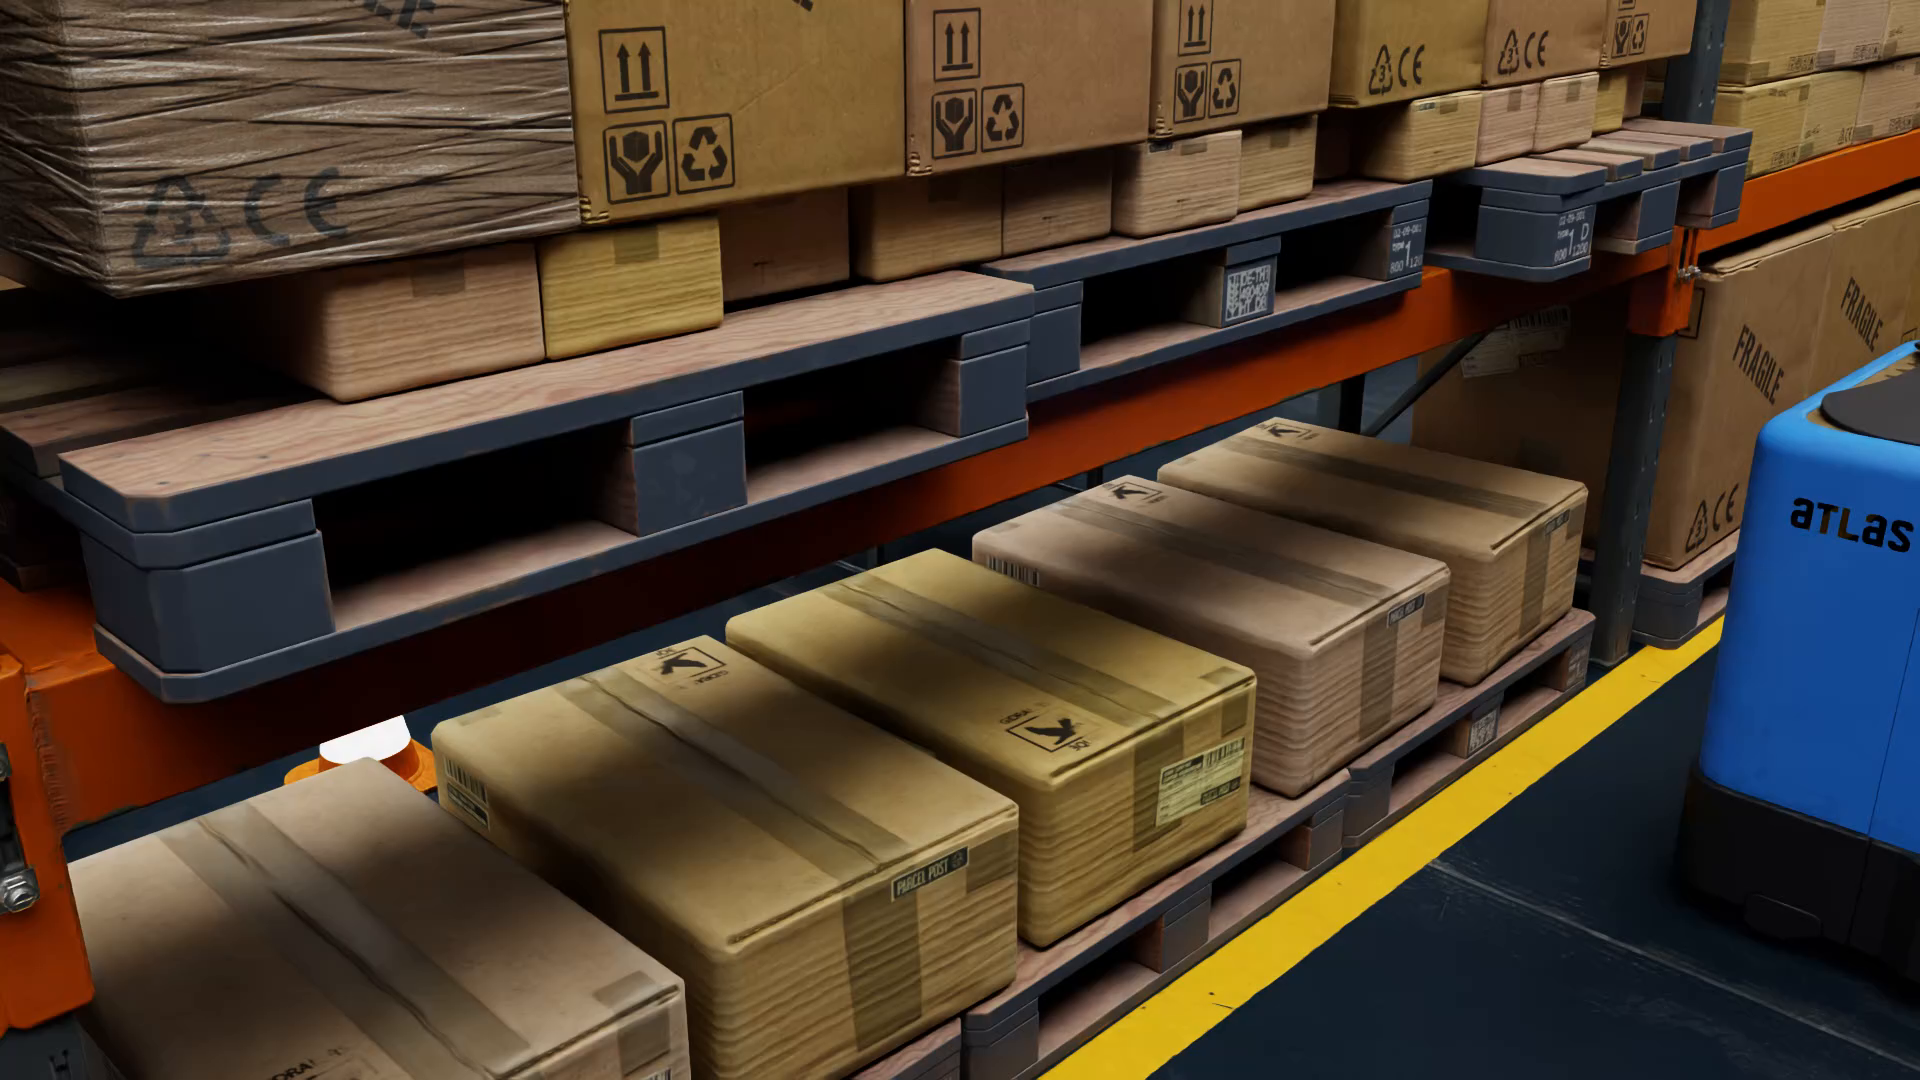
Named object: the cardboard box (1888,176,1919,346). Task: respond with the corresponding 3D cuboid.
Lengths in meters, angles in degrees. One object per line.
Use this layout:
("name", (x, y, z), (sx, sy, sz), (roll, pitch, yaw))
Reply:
("cardboard box", (3.279, -0.995, 6.358), (0.875, 0.875, 0.875), (-19, 28, -40))

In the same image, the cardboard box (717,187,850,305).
("cardboard box", (-0.366, -0.443, 2.312), (0.250, 0.149, 0.380), (-18, 27, -39))

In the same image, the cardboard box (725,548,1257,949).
("cardboard box", (0.045, 0.383, 3.475), (0.625, 0.372, 0.950), (-19, 28, -40))

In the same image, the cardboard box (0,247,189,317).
("cardboard box", (-1.141, -0.428, 2.271), (0.250, 0.149, 0.380), (-20, 28, -41))

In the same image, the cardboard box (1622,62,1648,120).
("cardboard box", (1.428, -1.111, 4.050), (0.250, 0.149, 0.380), (-19, 28, -40))

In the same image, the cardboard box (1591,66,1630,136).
("cardboard box", (1.293, -1.024, 3.823), (0.250, 0.149, 0.380), (-20, 28, -41))

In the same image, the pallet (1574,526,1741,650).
("pallet", (2.093, -0.058, 5.431), (1.003, 0.211, 1.213), (19, 28, 41))

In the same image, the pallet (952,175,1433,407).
("pallet", (0.137, -0.567, 3.136), (1.003, 0.211, 1.213), (19, 28, 41))

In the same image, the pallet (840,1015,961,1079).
("pallet", (-0.760, 0.954, 2.799), (1.003, 0.211, 1.213), (19, 28, 41))

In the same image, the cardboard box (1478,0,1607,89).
("cardboard box", (1.018, -1.235, 3.468), (0.500, 0.500, 0.500), (19, 28, 40))

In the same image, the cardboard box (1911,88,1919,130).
("cardboard box", (3.068, -1.566, 5.677), (0.500, 0.250, 0.500), (19, 28, 41))

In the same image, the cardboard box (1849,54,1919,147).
("cardboard box", (2.726, -1.438, 5.345), (0.500, 0.250, 0.500), (-19, 28, -40))

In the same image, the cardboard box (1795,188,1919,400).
("cardboard box", (2.655, -0.765, 5.760), (0.875, 0.875, 0.875), (20, 29, 41))

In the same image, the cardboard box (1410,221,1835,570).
("cardboard box", (2.030, -0.537, 5.166), (0.875, 0.875, 0.875), (19, 28, 40))

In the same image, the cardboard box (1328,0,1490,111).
("cardboard box", (0.667, -1.105, 3.130), (0.500, 0.500, 0.500), (17, 27, 37))

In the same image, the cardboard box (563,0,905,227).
("cardboard box", (-0.420, -0.707, 2.093), (0.500, 0.500, 0.500), (19, 28, 41))

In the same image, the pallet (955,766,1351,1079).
("pallet", (0.091, 0.638, 3.619), (1.003, 0.211, 1.213), (19, 28, 41))

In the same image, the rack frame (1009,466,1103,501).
("rack frame", (0.295, -0.809, 5.588), (0.500, 1.500, 0.032), (19, 28, 41))

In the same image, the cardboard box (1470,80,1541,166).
("cardboard box", (0.968, -0.886, 3.463), (0.380, 0.149, 0.250), (18, 27, 38))

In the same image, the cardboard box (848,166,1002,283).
("cardboard box", (-0.157, -0.499, 2.456), (0.250, 0.149, 0.380), (-20, 28, -41))

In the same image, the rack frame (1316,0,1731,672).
("rack frame", (1.489, -1.176, 4.453), (1.000, 3.000, 0.127), (19, 28, 41))

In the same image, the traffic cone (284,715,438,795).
("traffic cone", (-1.440, 0.367, 3.973), (0.336, 0.463, 0.334), (19, 28, 41))

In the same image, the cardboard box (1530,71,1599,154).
("cardboard box", (1.150, -0.948, 3.626), (0.380, 0.149, 0.250), (19, 28, 40))

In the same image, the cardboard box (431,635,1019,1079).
("cardboard box", (-0.439, 0.562, 3.009), (0.625, 0.372, 0.950), (-18, 27, -39))

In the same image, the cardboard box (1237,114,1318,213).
("cardboard box", (0.404, -0.693, 2.962), (0.380, 0.149, 0.250), (18, 27, 39))

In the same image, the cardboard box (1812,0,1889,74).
("cardboard box", (2.380, -1.540, 4.913), (0.500, 0.250, 0.500), (-19, 28, -41))

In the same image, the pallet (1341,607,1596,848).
("pallet", (0.942, 0.326, 4.431), (1.003, 0.211, 1.213), (19, 28, 41))

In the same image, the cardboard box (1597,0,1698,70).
("cardboard box", (1.371, -1.371, 3.821), (0.500, 0.500, 0.500), (18, 28, 39))

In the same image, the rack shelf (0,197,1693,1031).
("rack shelf", (0.093, -0.326, 3.244), (1.077, 0.370, 4.000), (19, 28, 41))

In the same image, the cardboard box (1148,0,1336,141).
("cardboard box", (0.285, -0.965, 2.765), (0.500, 0.500, 0.500), (18, 27, 39))

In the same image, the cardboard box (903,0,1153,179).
("cardboard box", (-0.066, -0.830, 2.415), (0.500, 0.500, 0.500), (19, 28, 40))

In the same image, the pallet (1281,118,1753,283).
("pallet", (1.068, -0.876, 3.941), (1.213, 0.211, 1.003), (19, 28, 41))

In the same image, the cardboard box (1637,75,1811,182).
("cardboard box", (2.010, -1.169, 4.643), (0.500, 0.250, 0.500), (19, 28, 40))

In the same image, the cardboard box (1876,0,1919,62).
("cardboard box", (2.737, -1.665, 5.238), (0.500, 0.250, 0.500), (19, 28, 40))

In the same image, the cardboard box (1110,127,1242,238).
("cardboard box", (0.239, -0.617, 2.765), (0.250, 0.149, 0.380), (-19, 28, -40))

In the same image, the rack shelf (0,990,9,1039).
("rack shelf", (-2.697, 0.702, 0.569), (1.077, 0.370, 4.000), (19, 28, 41))

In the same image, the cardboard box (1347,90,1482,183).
("cardboard box", (0.786, -0.811, 3.269), (0.250, 0.149, 0.380), (-20, 28, -41))

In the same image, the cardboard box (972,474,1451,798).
("cardboard box", (0.578, 0.189, 3.979), (0.950, 0.372, 0.625), (19, 28, 40))

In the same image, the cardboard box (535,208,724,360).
("cardboard box", (-0.509, -0.351, 2.072), (0.250, 0.149, 0.380), (-19, 28, -41))

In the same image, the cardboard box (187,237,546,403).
("cardboard box", (-0.690, -0.289, 1.911), (0.250, 0.149, 0.380), (-20, 28, -41))

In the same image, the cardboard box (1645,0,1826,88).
("cardboard box", (2.019, -1.408, 4.568), (0.500, 0.250, 0.500), (19, 28, 40))

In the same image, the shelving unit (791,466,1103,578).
("shelving unit", (-0.059, -0.678, 5.248), (0.538, 1.500, 1.048), (19, 28, 41))

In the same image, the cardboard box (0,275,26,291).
("cardboard box", (-3.875, -0.935, 6.378), (1.050, 0.750, 0.750), (19, 28, 41))

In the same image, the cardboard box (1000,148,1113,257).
("cardboard box", (0.017, -0.562, 2.621), (0.380, 0.149, 0.250), (20, 28, 41))

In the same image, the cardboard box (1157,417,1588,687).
("cardboard box", (1.087, -0.002, 4.477), (0.950, 0.372, 0.625), (17, 27, 37))

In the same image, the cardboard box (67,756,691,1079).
("cardboard box", (-0.938, 0.748, 2.526), (0.950, 0.372, 0.625), (20, 29, 41))

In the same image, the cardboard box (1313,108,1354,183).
("cardboard box", (0.521, -0.778, 3.183), (0.380, 0.149, 0.250), (20, 28, 41))

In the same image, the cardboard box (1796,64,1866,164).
("cardboard box", (2.356, -1.305, 4.998), (0.500, 0.250, 0.500), (18, 28, 39))

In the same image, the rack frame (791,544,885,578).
("rack frame", (-0.414, -0.547, 4.908), (0.500, 1.500, 0.032), (19, 28, 41))

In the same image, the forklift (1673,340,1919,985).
("forklift", (2.933, -0.350, 2.400), (3.031, 2.935, 1.130), (19, 28, 40))

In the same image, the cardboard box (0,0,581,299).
("cardboard box", (-0.769, -0.578, 1.758), (0.500, 0.500, 0.500), (-19, 28, -41))

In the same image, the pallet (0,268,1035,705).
("pallet", (-0.664, -0.218, 2.228), (1.003, 0.211, 1.213), (19, 28, 41))

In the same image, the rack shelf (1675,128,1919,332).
("rack shelf", (2.884, -1.354, 5.919), (1.077, 0.370, 4.000), (19, 28, 41))
